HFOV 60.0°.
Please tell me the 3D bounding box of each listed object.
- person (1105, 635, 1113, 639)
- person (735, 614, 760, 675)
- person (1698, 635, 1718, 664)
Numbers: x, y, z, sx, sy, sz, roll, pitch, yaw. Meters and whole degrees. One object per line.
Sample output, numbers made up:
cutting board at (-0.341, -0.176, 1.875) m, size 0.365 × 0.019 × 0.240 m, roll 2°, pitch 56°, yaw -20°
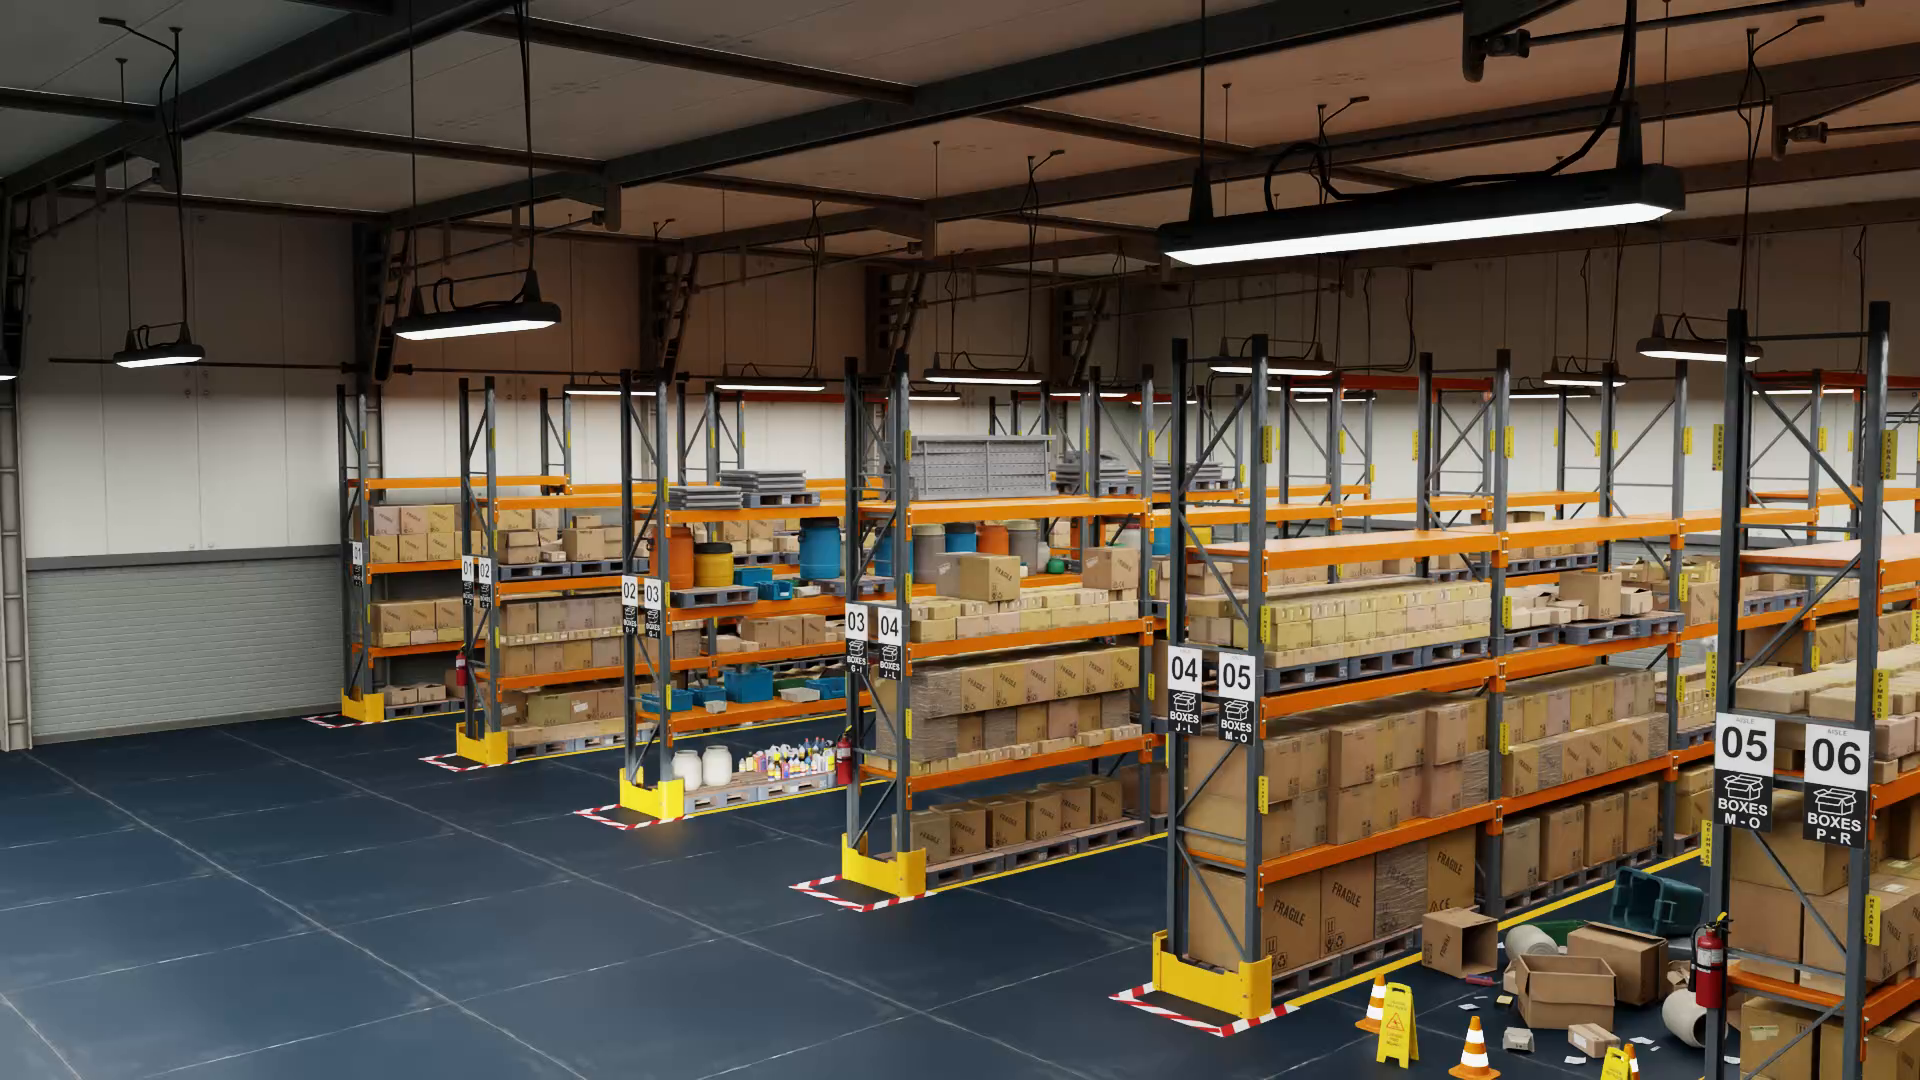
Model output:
person at (3.711, 1.647, 40.342) m, size 0.560 × 1.714 × 0.493 m, roll -2°, pitch 4°, yaw -33°
person at (-4.159, 2.181, 32.494) m, size 0.474 × 1.706 × 0.504 m, roll 0°, pitch 4°, yaw -5°
person at (14.098, 2.318, 31.384) m, size 0.548 × 1.590 × 0.458 m, roll -3°, pitch 5°, yaw -37°
